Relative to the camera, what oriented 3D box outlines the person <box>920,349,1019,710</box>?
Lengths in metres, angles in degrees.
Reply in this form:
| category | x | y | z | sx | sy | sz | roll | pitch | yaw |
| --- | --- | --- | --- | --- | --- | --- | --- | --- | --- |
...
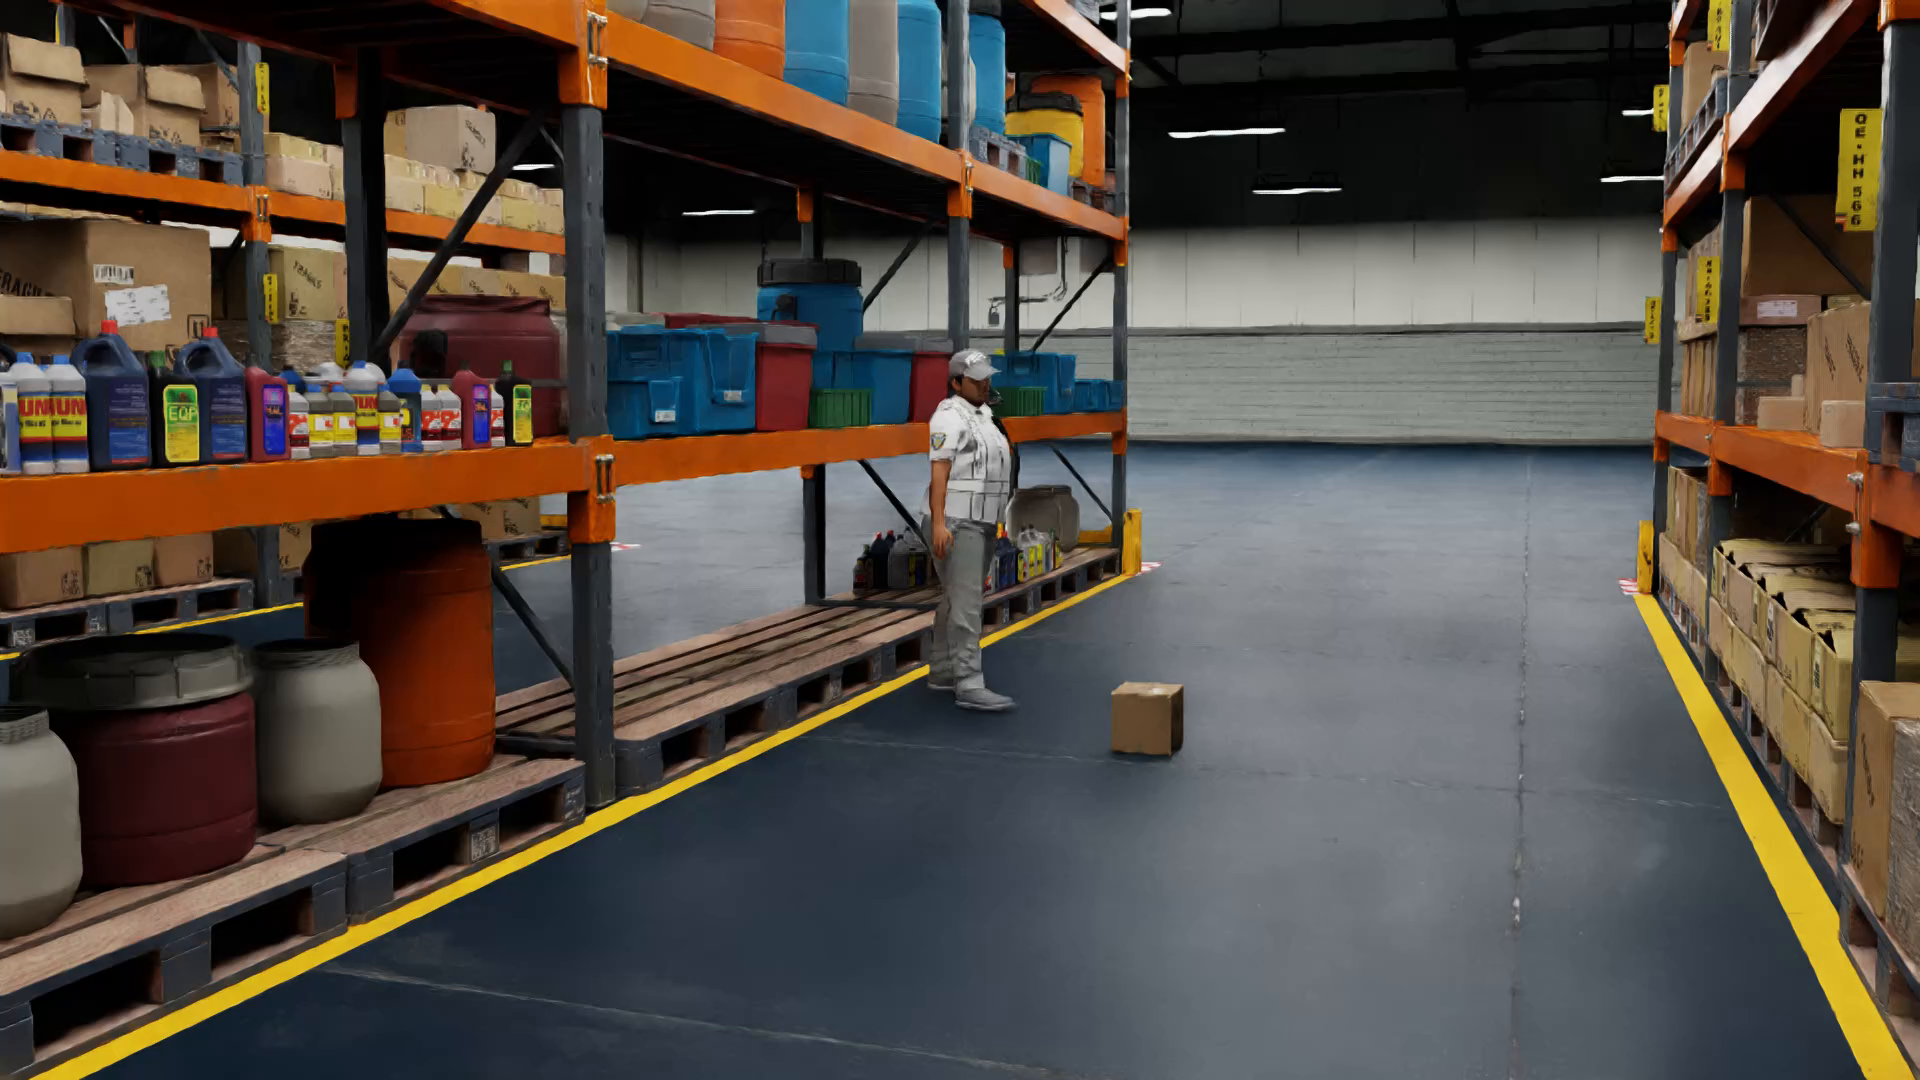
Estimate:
| category | x | y | z | sx | sy | sz | roll | pitch | yaw |
| --- | --- | --- | --- | --- | --- | --- | --- | --- | --- |
| person | 0.045 | -0.064 | 7.775 | 0.569 | 1.652 | 0.672 | 2 | 6 | 24 |
